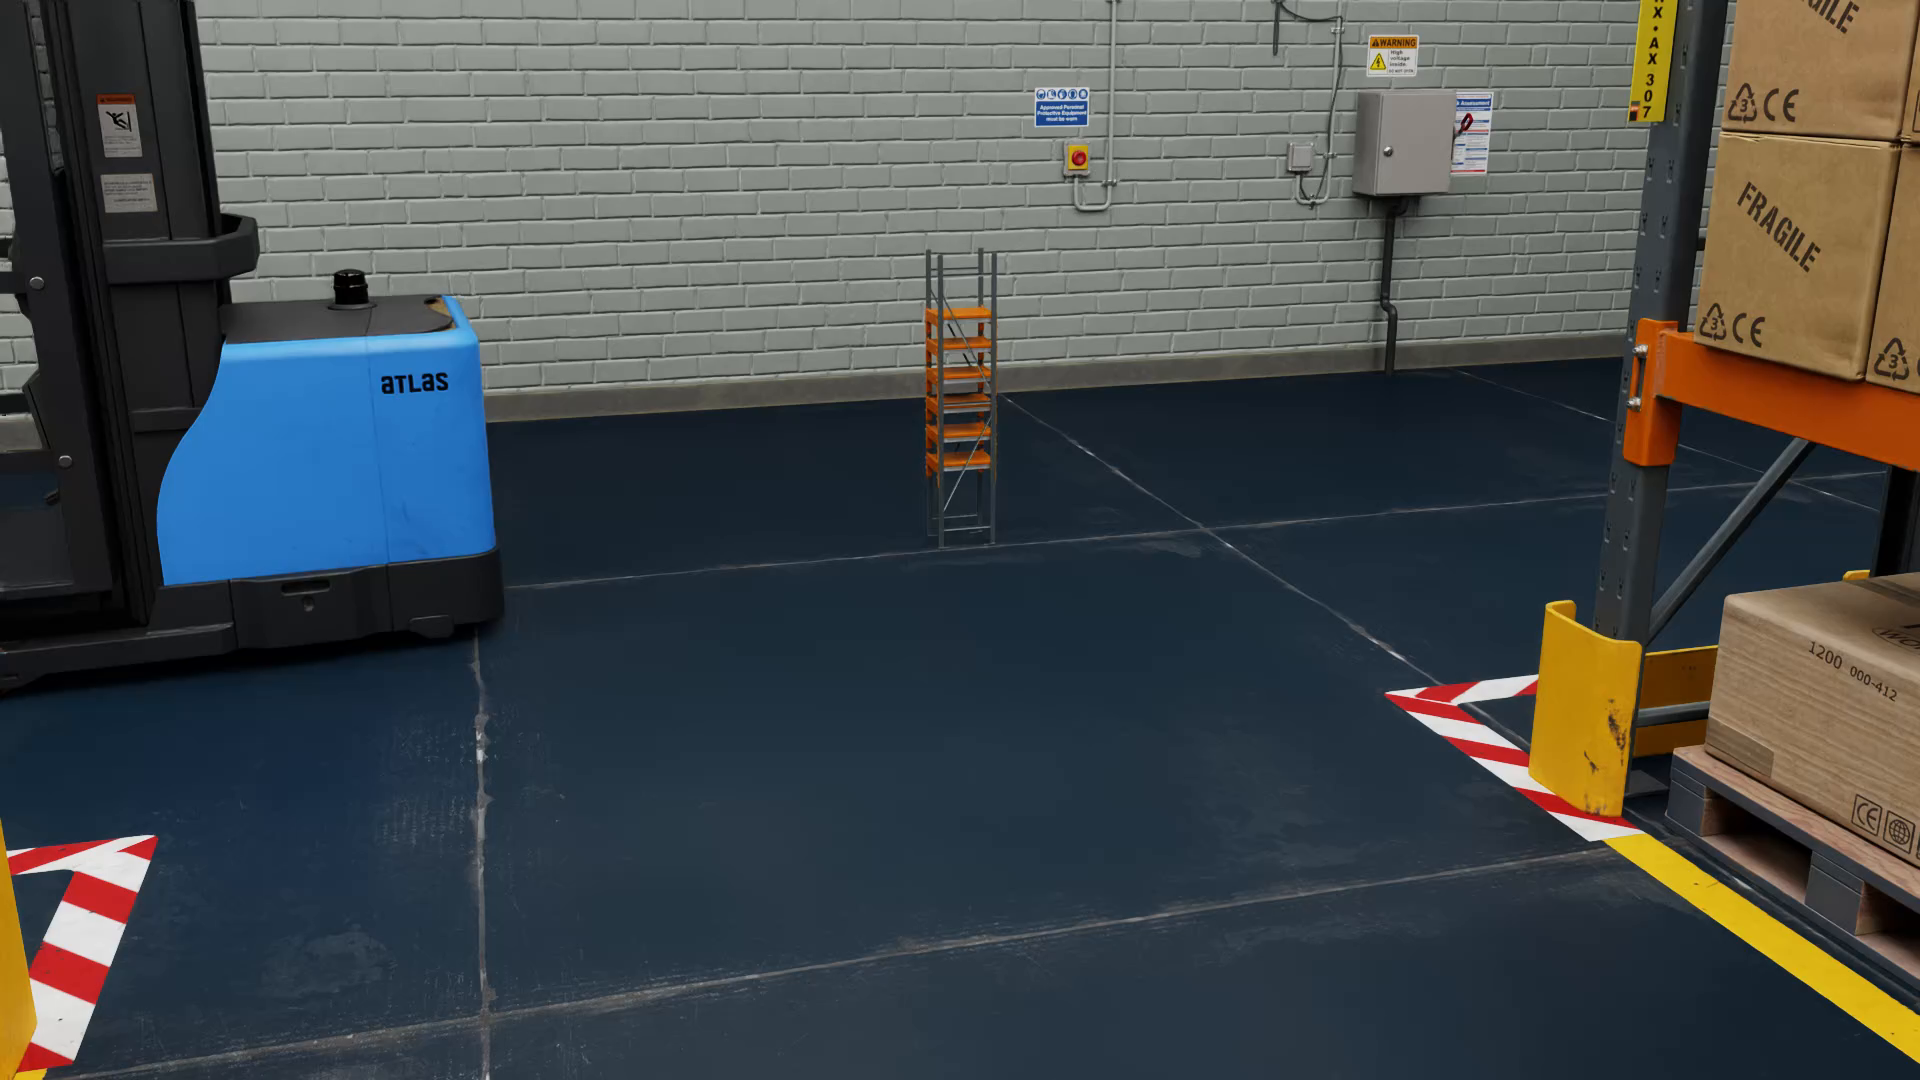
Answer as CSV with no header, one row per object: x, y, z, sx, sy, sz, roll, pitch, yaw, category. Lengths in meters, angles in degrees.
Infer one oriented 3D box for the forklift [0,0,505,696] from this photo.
-3.176,-1.050,5.353,3.031,2.935,1.130,-6,18,-19,forklift

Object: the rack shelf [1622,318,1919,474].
2.768,0.125,2.573,1.077,0.370,4.000,-5,17,-15,rack shelf

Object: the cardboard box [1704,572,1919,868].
2.496,0.428,4.038,0.875,0.438,0.875,-5,18,-17,cardboard box

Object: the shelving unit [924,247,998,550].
0.004,-0.571,6.766,0.258,1.200,0.189,-5,17,-15,shelving unit

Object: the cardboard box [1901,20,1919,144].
2.225,-1.002,3.162,0.500,0.500,0.500,-5,17,-17,cardboard box

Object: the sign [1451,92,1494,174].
3.124,-2.507,10.251,0.329,0.494,0.001,-5,17,-15,sign

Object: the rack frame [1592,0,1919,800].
2.218,-0.773,4.312,1.000,3.000,0.127,-5,17,-15,rack frame

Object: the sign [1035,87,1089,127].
0.583,-2.473,9.503,0.327,0.218,0.001,-5,17,-15,sign

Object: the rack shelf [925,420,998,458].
0.004,-0.413,6.813,0.258,0.103,0.180,-5,17,-15,rack shelf

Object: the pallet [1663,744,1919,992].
2.513,0.777,3.997,1.003,0.211,1.213,-5,17,-15,pallet

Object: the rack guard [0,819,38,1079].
-2.493,0.864,3.205,1.175,0.500,0.348,-5,17,-15,rack guard

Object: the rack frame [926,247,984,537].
-0.021,-0.596,6.850,0.240,1.200,0.006,-5,17,-15,rack frame

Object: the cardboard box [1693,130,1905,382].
2.074,-0.665,3.780,0.500,0.500,0.500,-5,17,-16,cardboard box

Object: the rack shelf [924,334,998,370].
0.004,-0.758,6.710,0.258,0.103,0.180,-5,17,-15,rack shelf

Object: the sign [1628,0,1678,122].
1.683,-1.183,4.035,0.100,0.325,0.005,-5,17,-15,sign

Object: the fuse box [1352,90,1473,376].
2.706,-1.840,10.102,0.539,1.711,0.414,-5,17,-15,fuse box

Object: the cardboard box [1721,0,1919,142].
2.076,-1.145,3.636,0.500,0.500,0.500,-5,17,-16,cardboard box

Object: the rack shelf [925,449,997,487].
0.004,-0.298,6.848,0.258,0.103,0.180,-5,17,-15,rack shelf

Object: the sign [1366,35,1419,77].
2.596,-2.905,9.974,0.339,0.242,0.001,-5,17,-15,sign

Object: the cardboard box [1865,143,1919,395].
2.240,-0.528,3.321,0.500,0.500,0.500,-5,17,-16,cardboard box

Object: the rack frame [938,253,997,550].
0.029,-0.545,6.682,0.240,1.200,0.006,-5,17,-15,rack frame

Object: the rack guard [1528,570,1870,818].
2.211,0.417,4.693,1.175,0.500,0.348,-5,17,-15,rack guard

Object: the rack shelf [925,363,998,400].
0.004,-0.643,6.744,0.258,0.103,0.180,-5,17,-15,rack shelf

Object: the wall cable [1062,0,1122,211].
0.646,-2.832,9.347,0.585,1.953,0.123,-5,17,-15,wall cable

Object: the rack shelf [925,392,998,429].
0.004,-0.528,6.779,0.258,0.103,0.180,-5,17,-15,rack shelf

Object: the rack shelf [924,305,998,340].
0.004,-0.873,6.675,0.258,0.103,0.180,-5,17,-15,rack shelf

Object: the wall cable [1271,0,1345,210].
2.006,-2.933,9.736,0.588,1.984,0.122,-5,17,-15,wall cable
